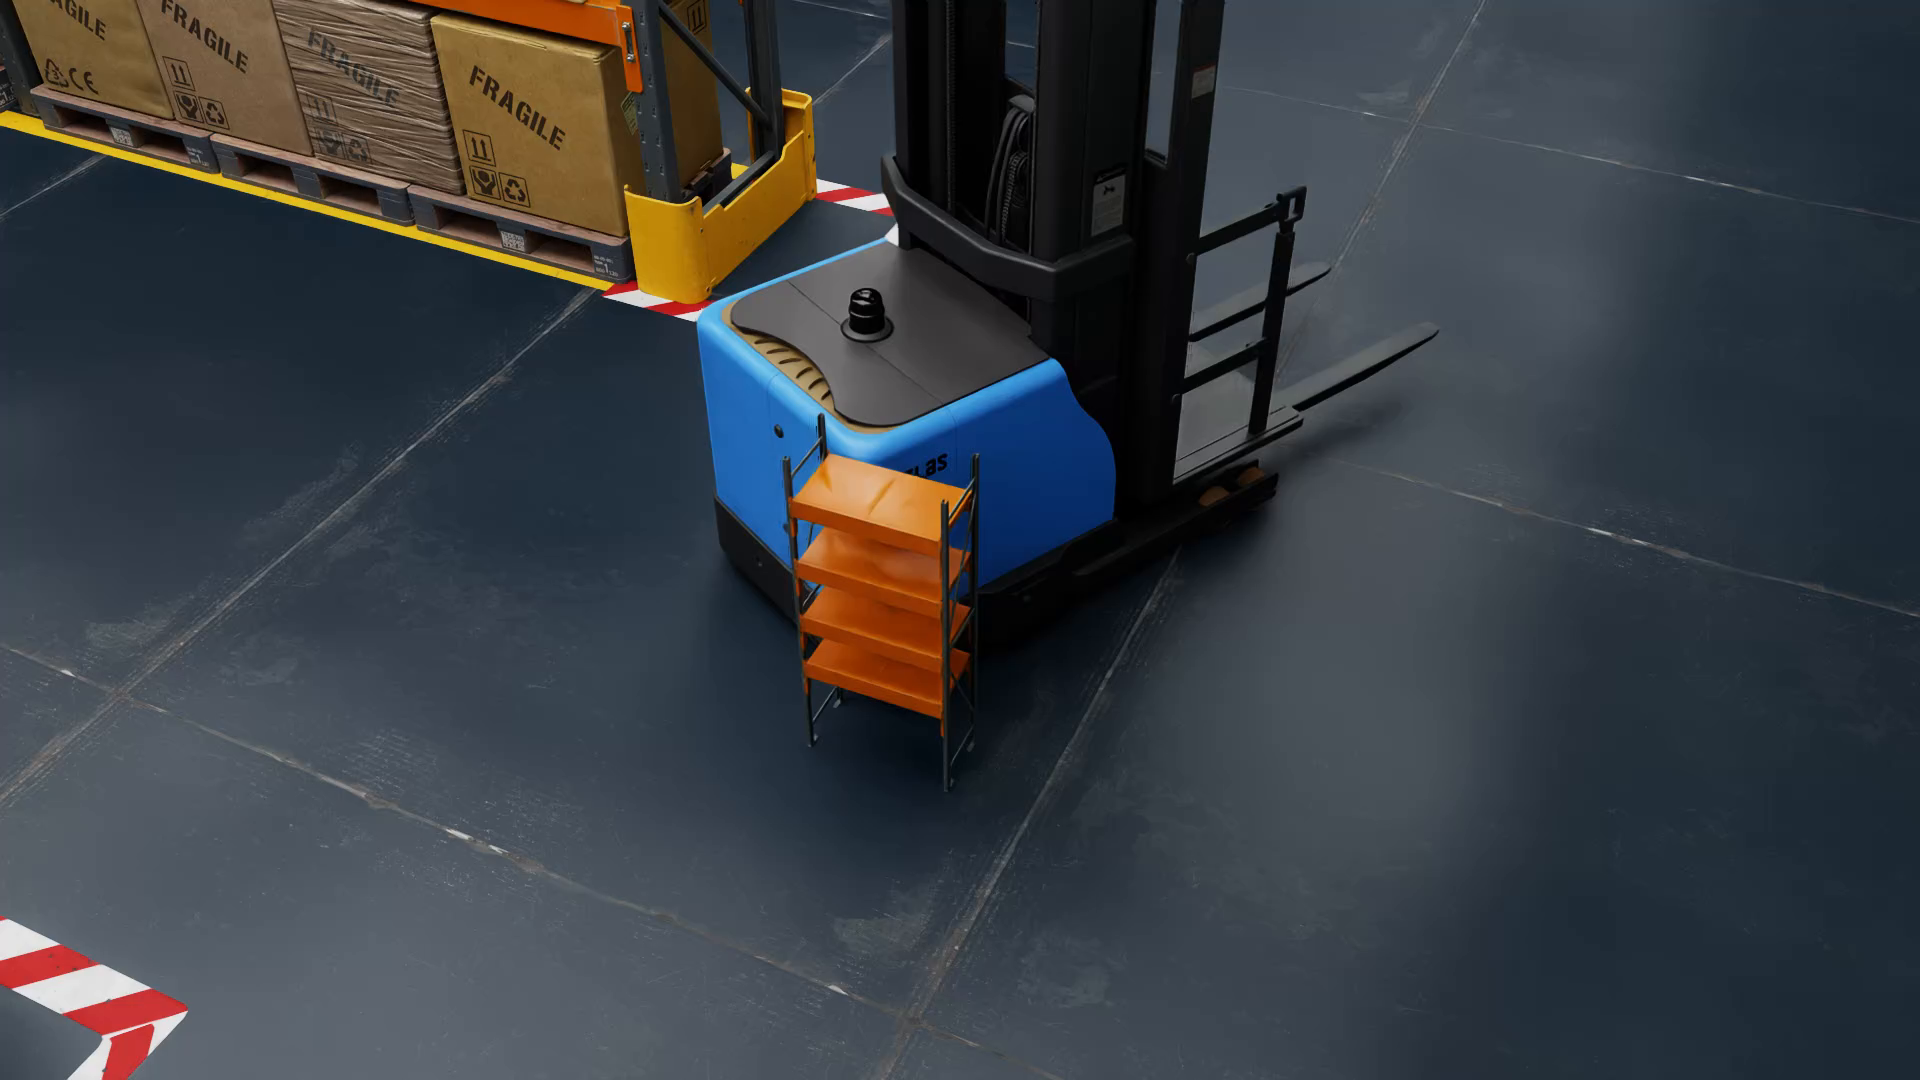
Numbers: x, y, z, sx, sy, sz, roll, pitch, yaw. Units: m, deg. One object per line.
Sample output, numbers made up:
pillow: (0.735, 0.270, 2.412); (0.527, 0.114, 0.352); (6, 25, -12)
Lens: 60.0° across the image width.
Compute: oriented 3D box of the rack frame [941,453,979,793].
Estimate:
rack frame: (0.001, 0.281, 5.010); (0.015, 1.200, 0.240); (16, 43, 17)

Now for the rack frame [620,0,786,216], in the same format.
rack frame: (-1.108, -2.578, 6.934); (0.127, 3.000, 1.000); (17, 44, 19)

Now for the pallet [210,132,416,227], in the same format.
pallet: (-2.968, -2.038, 8.440); (1.213, 0.211, 1.003); (17, 44, 19)

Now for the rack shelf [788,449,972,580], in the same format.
rack shelf: (-0.223, -0.079, 4.825); (0.480, 0.148, 0.258); (16, 43, 17)

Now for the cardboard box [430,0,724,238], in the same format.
cardboard box: (-1.722, -2.063, 7.642); (0.875, 0.875, 0.875); (17, 44, 19)

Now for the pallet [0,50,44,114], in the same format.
pallet: (-5.464, -2.801, 9.320); (1.213, 0.211, 1.003); (17, 44, 19)

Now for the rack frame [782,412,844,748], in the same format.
rack frame: (-0.448, 0.155, 5.154); (0.015, 1.200, 0.240); (16, 43, 17)

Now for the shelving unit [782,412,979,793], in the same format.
shelving unit: (-0.223, 0.218, 5.082); (0.503, 1.200, 0.258); (16, 43, 17)

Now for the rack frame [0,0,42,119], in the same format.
rack frame: (-4.733, -3.686, 8.212); (0.127, 3.000, 1.000); (17, 44, 19)

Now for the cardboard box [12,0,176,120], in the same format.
cardboard box: (-4.169, -2.811, 8.505); (0.875, 0.875, 0.875); (17, 44, 19)

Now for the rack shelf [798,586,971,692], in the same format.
rack shelf: (-0.223, 0.269, 5.126); (0.480, 0.148, 0.258); (16, 43, 17)

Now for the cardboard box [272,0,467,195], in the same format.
cardboard box: (-2.547, -2.315, 7.933); (0.875, 0.875, 0.875); (17, 44, 19)

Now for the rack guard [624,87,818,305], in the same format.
rack guard: (-1.087, -1.627, 7.745); (0.348, 0.500, 1.175); (17, 44, 19)

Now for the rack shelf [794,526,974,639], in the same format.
rack shelf: (-0.223, 0.100, 4.980); (0.480, 0.148, 0.258); (16, 43, 17)

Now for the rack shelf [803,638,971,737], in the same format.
rack shelf: (-0.223, 0.419, 5.256); (0.480, 0.148, 0.258); (16, 43, 17)

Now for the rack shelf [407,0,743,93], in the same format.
rack shelf: (-2.921, -2.860, 7.809); (4.000, 0.370, 1.077); (17, 44, 19)

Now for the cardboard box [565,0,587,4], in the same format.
cardboard box: (-1.570, -2.386, 6.905); (0.250, 0.149, 0.380); (18, 44, 19)

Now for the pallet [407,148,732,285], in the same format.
pallet: (-1.866, -1.699, 8.049); (1.213, 0.211, 1.003); (17, 44, 19)

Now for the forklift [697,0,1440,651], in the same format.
forklift: (0.593, -1.394, 5.621); (3.031, 2.935, 1.130); (-26, 47, -27)

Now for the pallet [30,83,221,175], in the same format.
pallet: (-4.077, -2.375, 8.829); (1.213, 0.211, 1.003); (17, 44, 19)

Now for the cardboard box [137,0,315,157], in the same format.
cardboard box: (-3.353, -2.562, 8.217); (0.875, 0.875, 0.875); (17, 44, 19)
